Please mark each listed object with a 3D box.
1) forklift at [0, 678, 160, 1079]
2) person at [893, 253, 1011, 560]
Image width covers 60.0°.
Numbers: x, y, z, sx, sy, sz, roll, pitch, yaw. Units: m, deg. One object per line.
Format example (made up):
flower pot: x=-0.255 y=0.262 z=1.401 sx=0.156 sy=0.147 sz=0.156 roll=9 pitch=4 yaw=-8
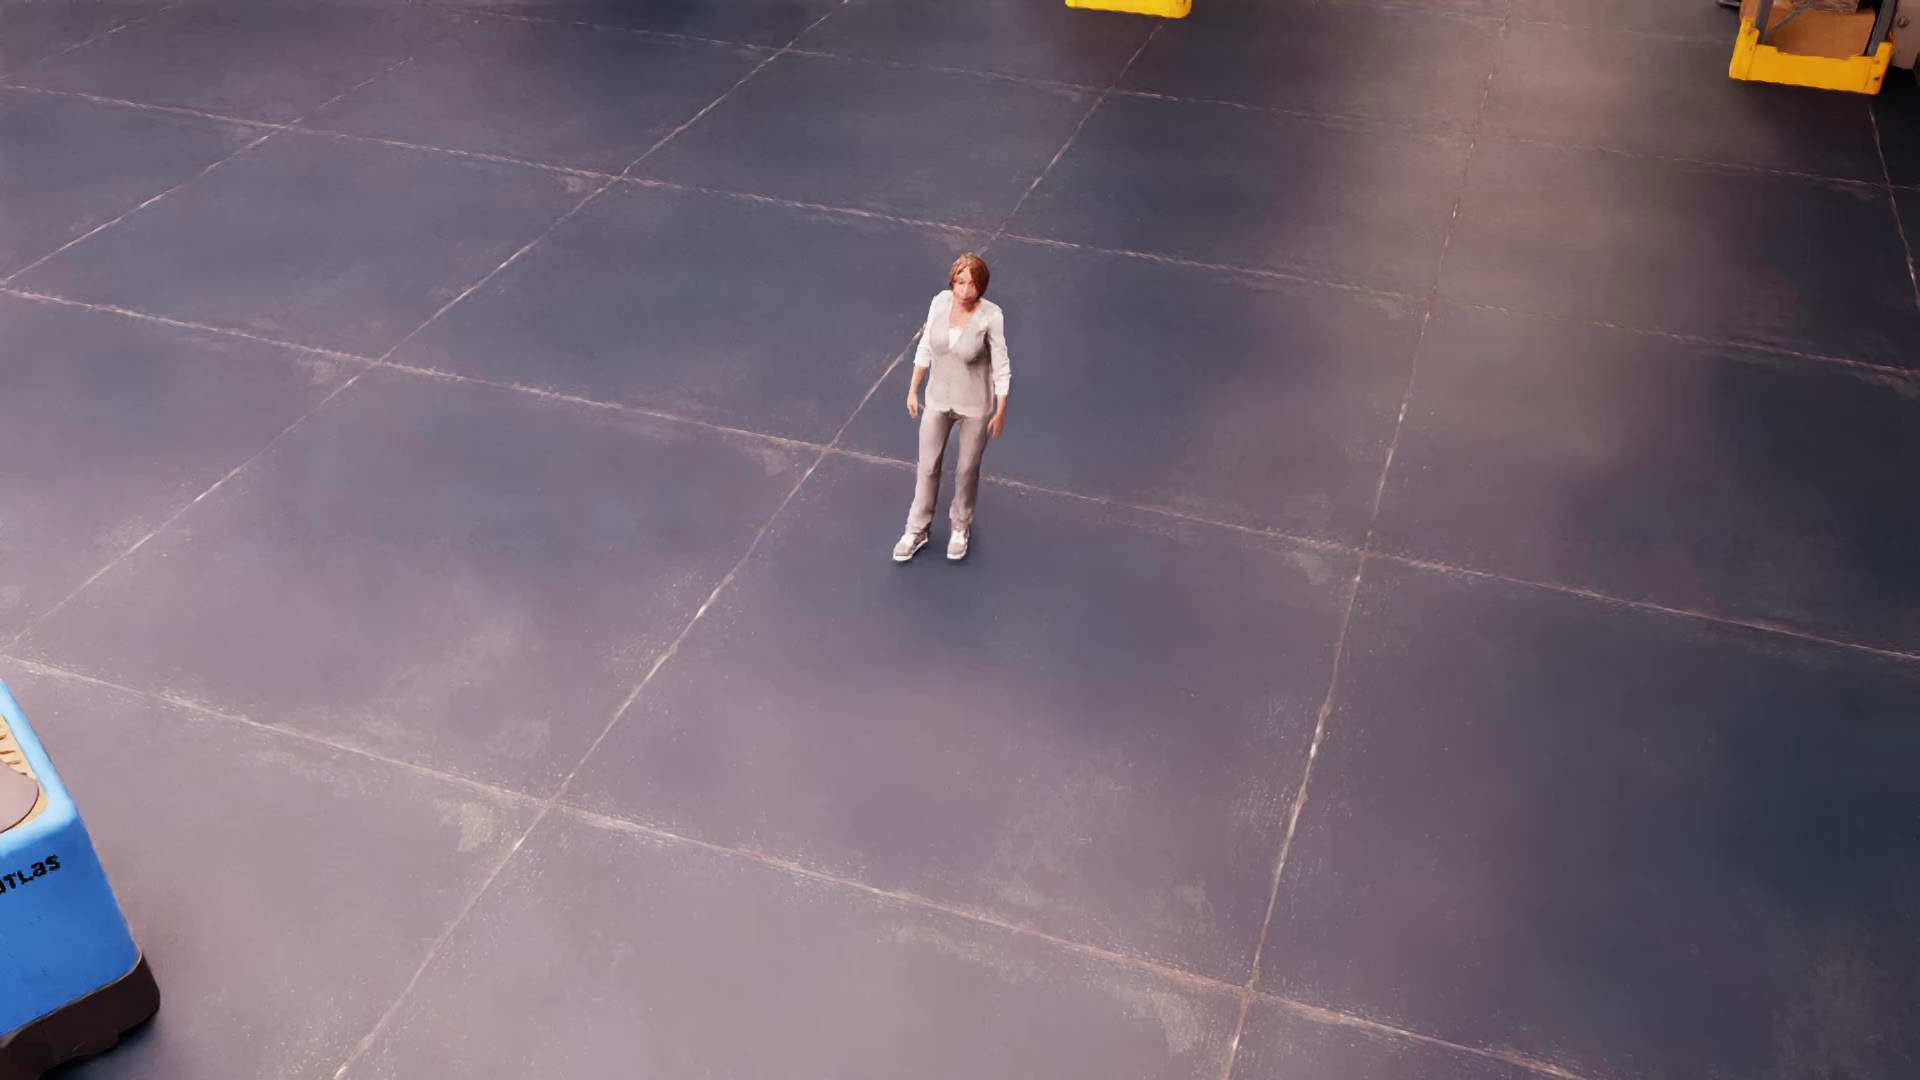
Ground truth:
forklift: x=-4.399 y=0.912 z=4.824 sx=3.031 sy=2.935 sz=1.130 roll=-26 pitch=43 yaw=-32
person: x=-0.038 y=-0.620 z=8.126 sx=0.521 sy=1.597 sz=0.474 roll=12 pitch=37 yaw=16
